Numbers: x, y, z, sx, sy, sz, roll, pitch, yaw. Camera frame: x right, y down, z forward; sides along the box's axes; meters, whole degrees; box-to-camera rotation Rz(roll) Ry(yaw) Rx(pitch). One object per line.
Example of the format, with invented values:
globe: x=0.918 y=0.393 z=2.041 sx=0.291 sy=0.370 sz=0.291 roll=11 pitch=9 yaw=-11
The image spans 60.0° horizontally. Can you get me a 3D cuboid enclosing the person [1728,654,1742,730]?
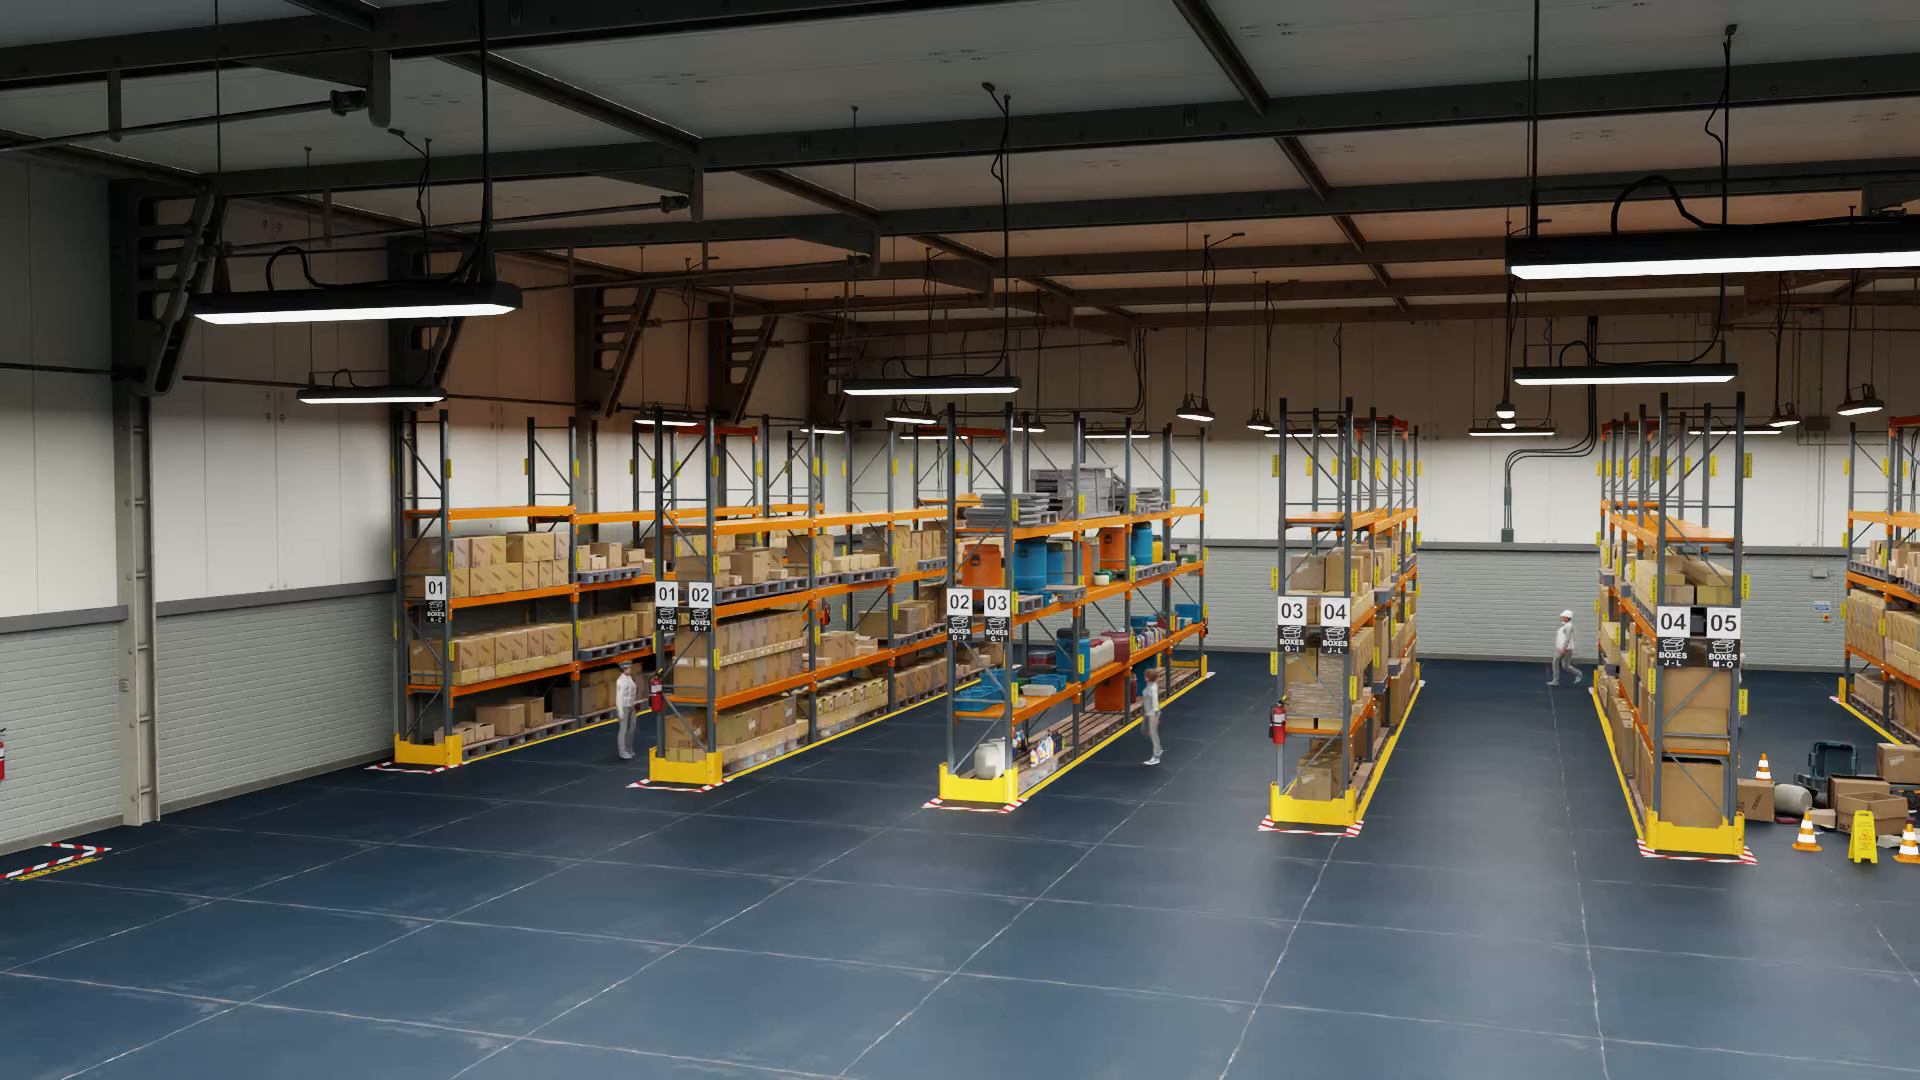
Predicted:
person: x=14.796 y=2.741 z=32.028 sx=0.607 sy=1.795 sz=0.465 roll=-1 pitch=3 yaw=-26

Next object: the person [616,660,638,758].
person: x=-5.802 y=2.966 z=28.902 sx=0.341 sy=1.760 sz=0.560 roll=1 pitch=3 yaw=14

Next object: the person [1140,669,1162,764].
person: x=3.268 y=2.977 z=28.207 sx=0.366 sy=1.603 sz=0.478 roll=0 pitch=2 yaw=-5

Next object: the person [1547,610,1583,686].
person: x=13.888 y=2.482 z=38.109 sx=0.807 sy=1.750 sz=0.518 roll=0 pitch=2 yaw=-8
